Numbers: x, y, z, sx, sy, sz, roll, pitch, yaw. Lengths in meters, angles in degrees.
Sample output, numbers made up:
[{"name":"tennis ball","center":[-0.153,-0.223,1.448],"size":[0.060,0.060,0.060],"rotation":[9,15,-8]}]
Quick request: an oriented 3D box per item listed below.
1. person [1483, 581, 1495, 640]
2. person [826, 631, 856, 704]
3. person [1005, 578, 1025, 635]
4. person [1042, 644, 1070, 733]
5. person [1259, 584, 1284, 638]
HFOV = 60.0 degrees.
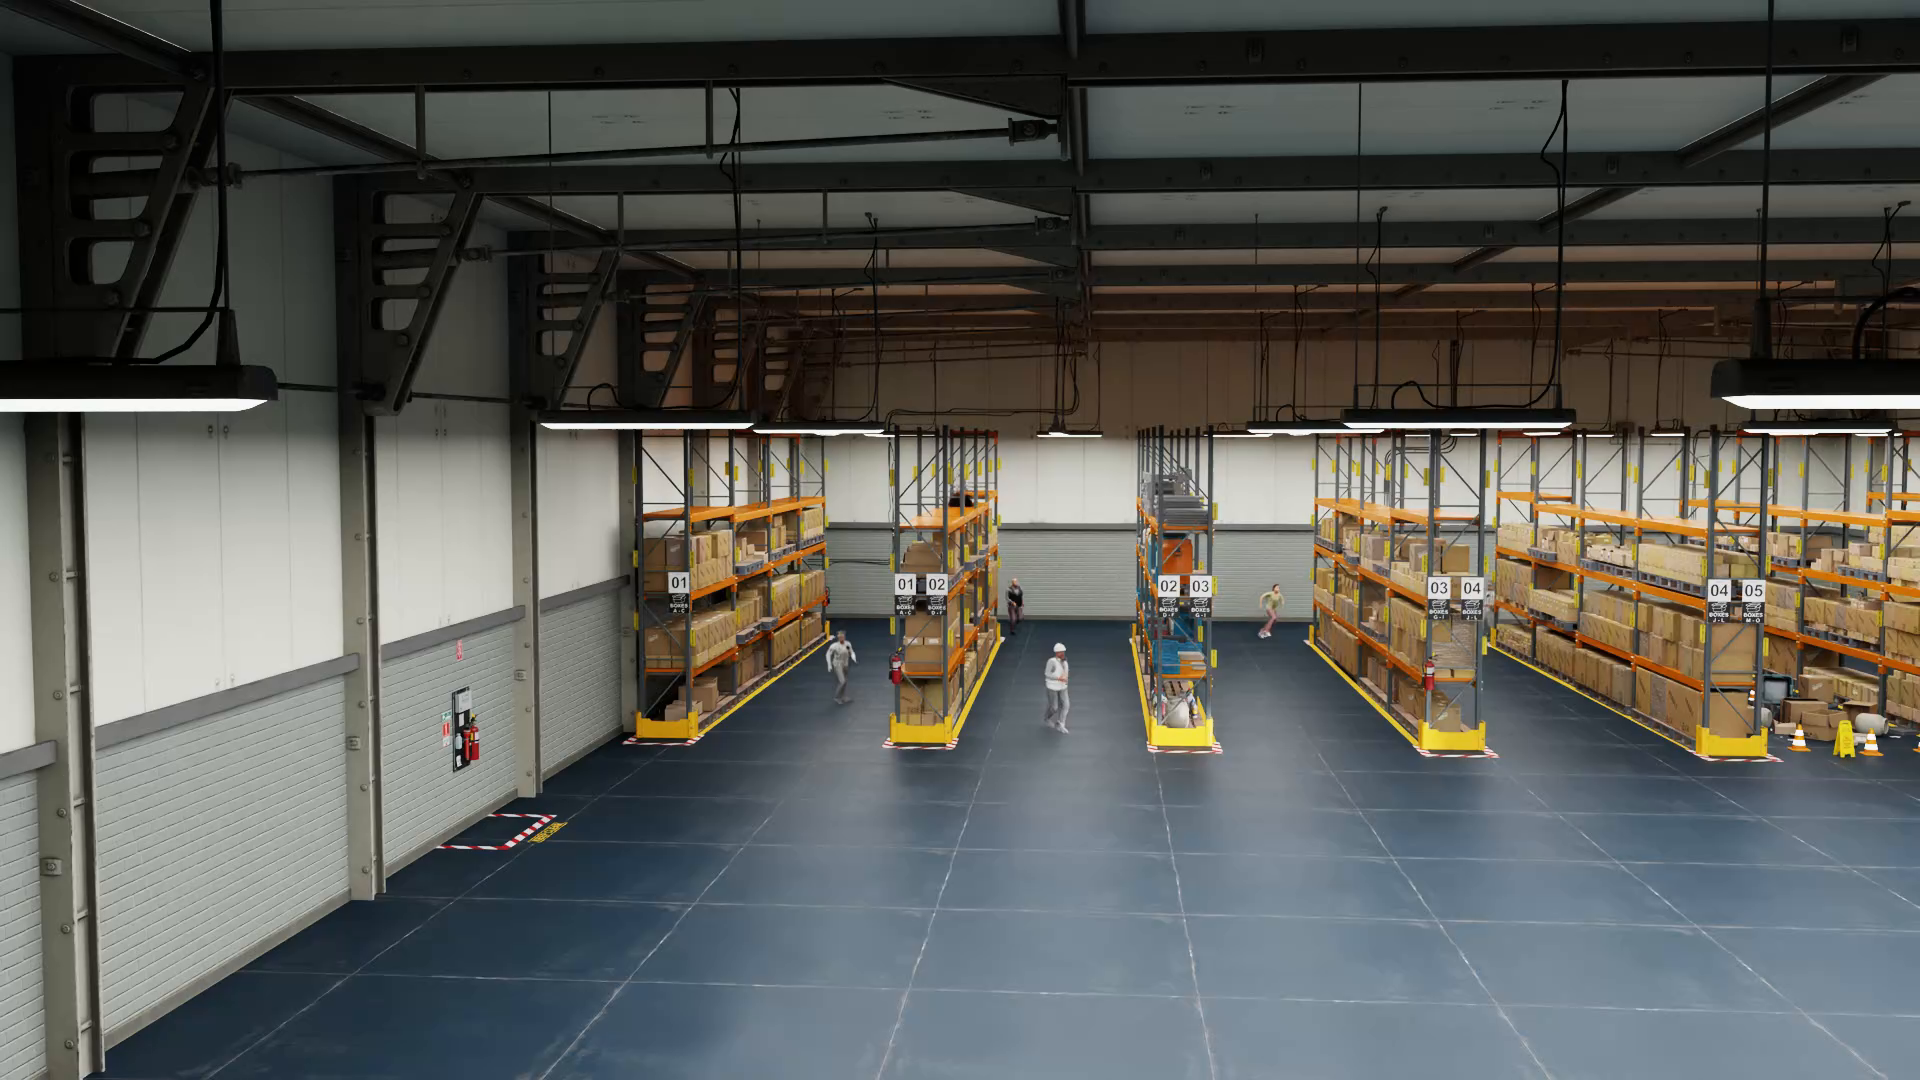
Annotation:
[{"name":"person","center":[15.047,2.031,47.246],"size":[0.687,1.778,0.697],"rotation":[0,3,-8]},{"name":"person","center":[-2.544,2.778,36.194],"size":[0.612,1.638,0.762],"rotation":[-3,5,-42]},{"name":"person","center":[1.630,1.955,48.851],"size":[0.650,1.669,0.608],"rotation":[-2,4,-24]},{"name":"person","center":[1.850,2.883,32.615],"size":[0.641,1.742,0.858],"rotation":[-2,4,-33]},{"name":"person","center":[9.079,2.061,48.333],"size":[0.751,1.574,0.634],"rotation":[-2,4,-32]}]
